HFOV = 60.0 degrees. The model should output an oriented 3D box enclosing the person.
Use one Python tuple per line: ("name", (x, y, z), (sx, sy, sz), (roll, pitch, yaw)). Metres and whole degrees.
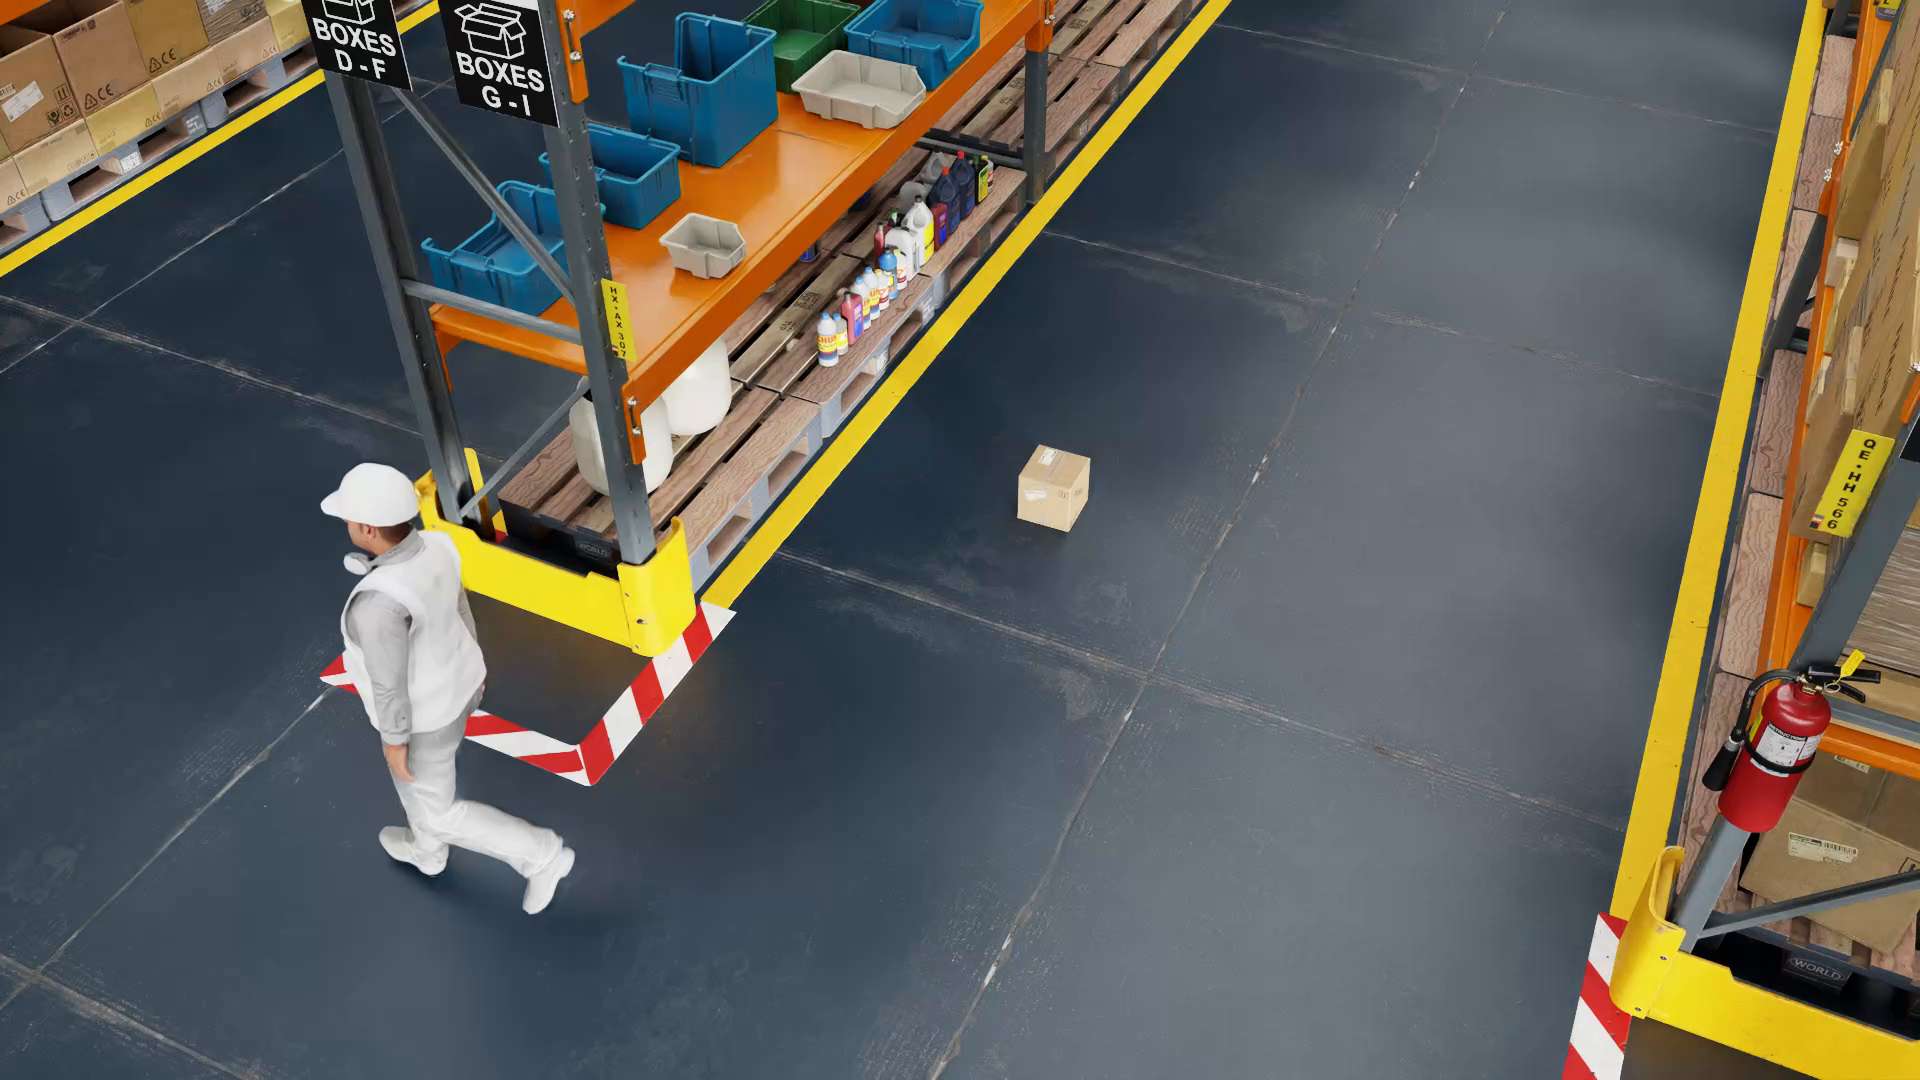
("person", (-1.731, 0.519, 5.567), (0.849, 1.738, 0.596), (9, 43, 10))
